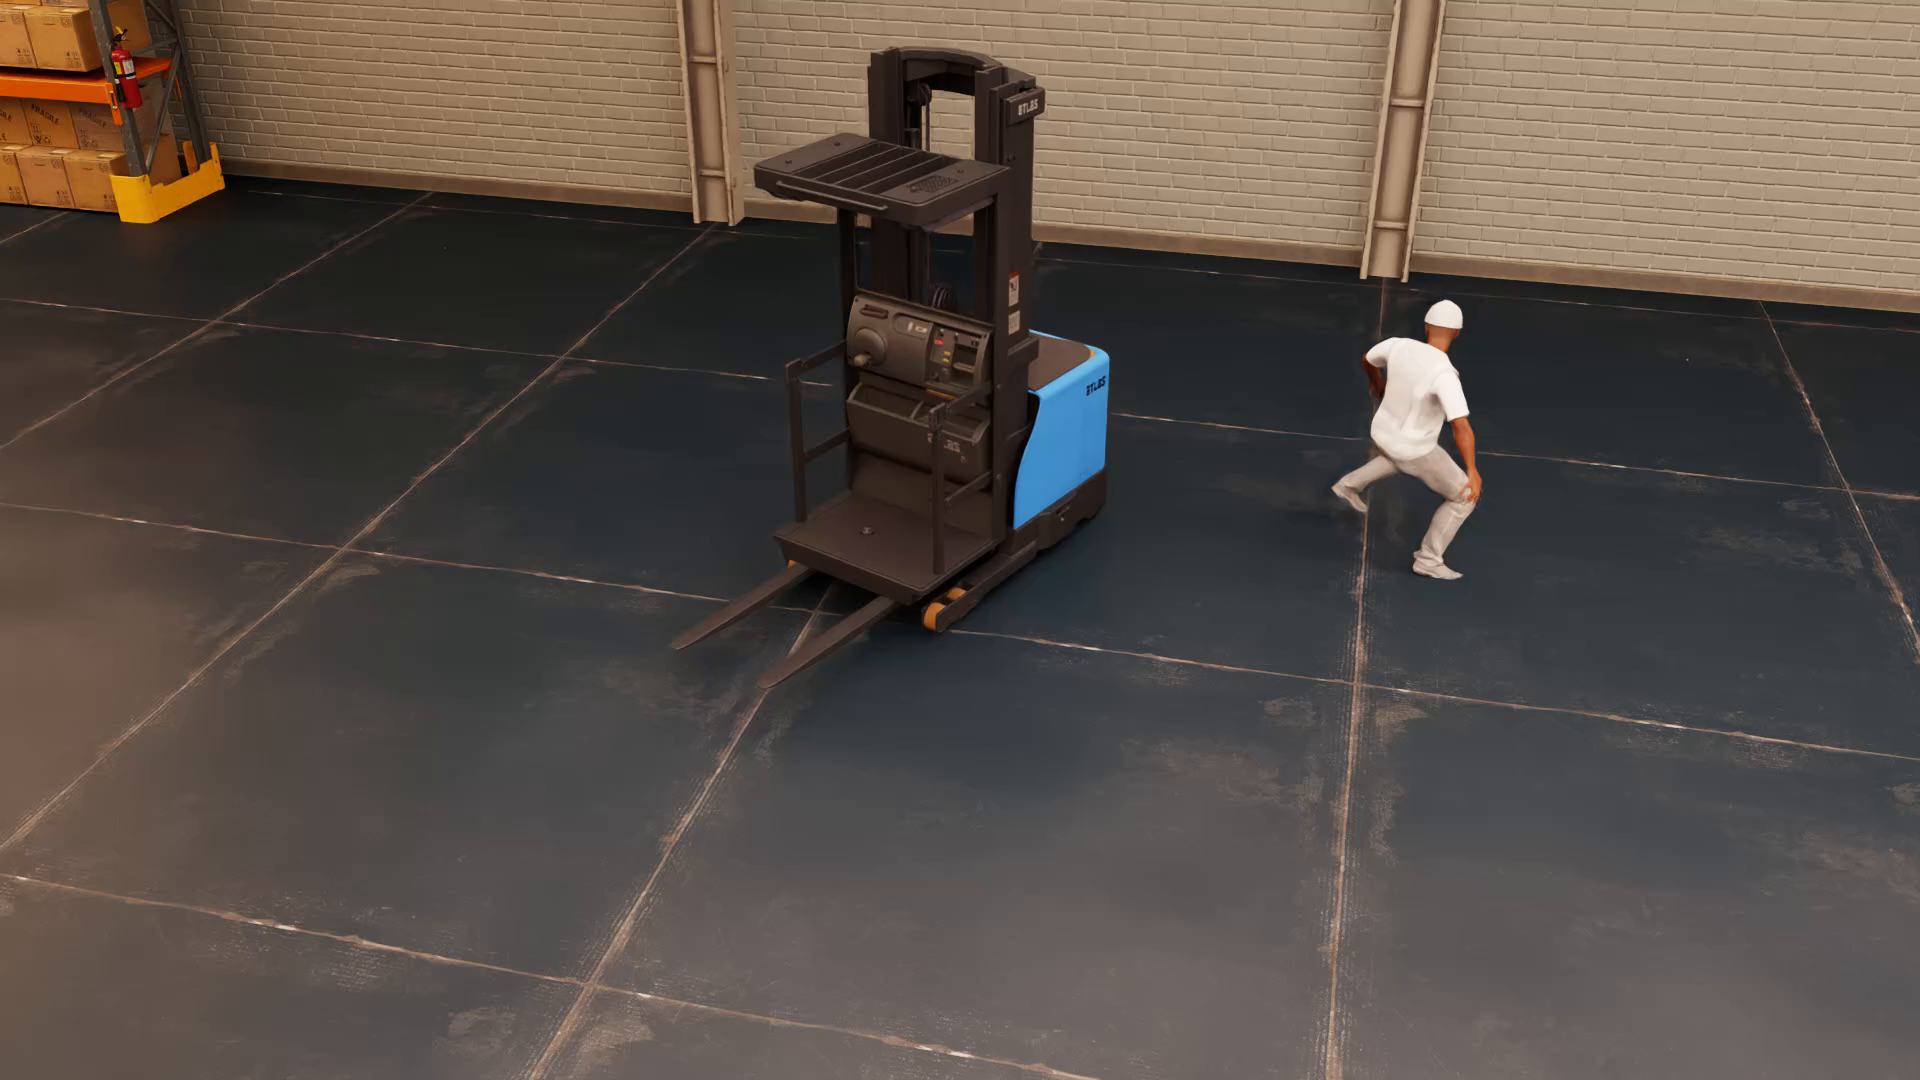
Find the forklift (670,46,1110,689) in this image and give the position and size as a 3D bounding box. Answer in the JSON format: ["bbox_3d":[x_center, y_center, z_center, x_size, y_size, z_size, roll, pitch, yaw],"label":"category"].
[{"bbox_3d":[-0.360,-1.032,8.992,1.130,2.935,3.031,20,35,31],"label":"forklift"}]

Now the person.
[{"bbox_3d":[2.669,-0.590,9.599,0.511,1.645,1.182,-9,31,-16],"label":"person"}]
